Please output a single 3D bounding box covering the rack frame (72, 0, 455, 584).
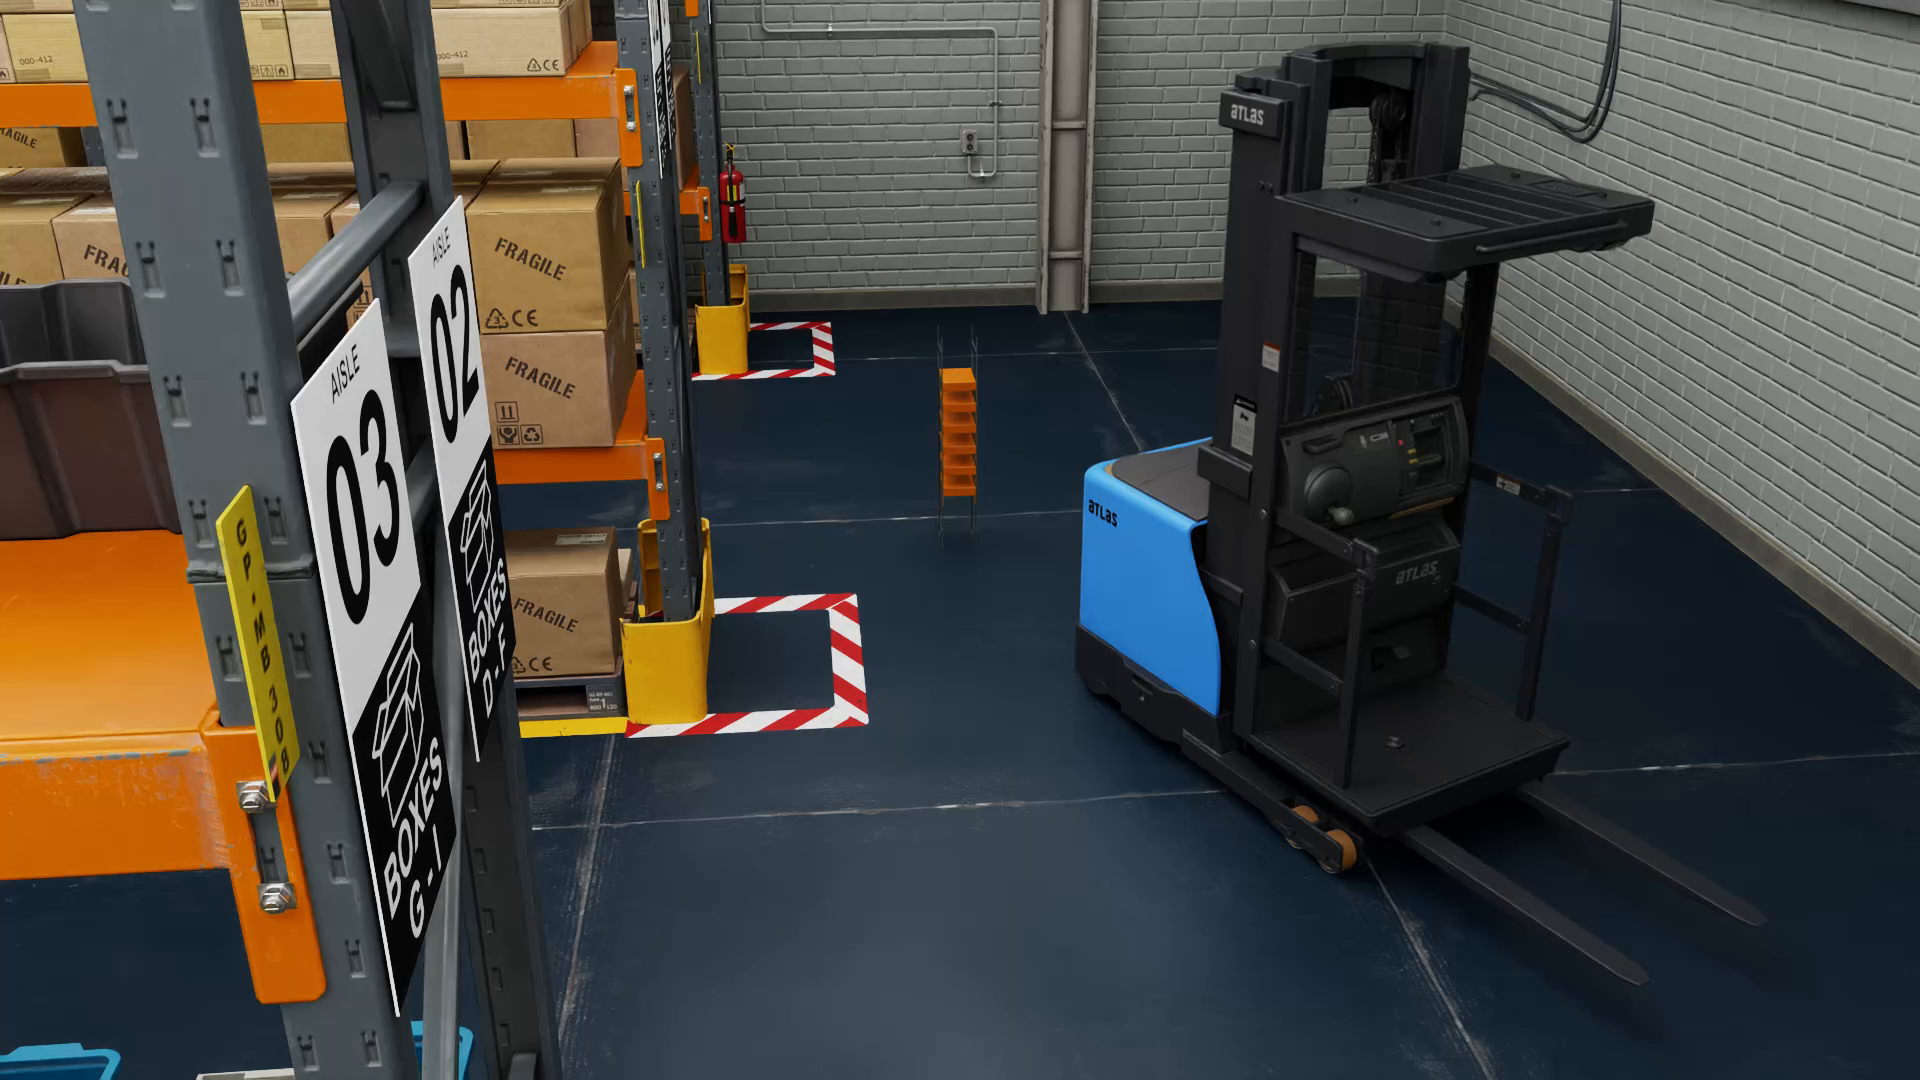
[{"bbox_3d":[-0.803,-1.529,1.611,0.127,3.000,1.000,-2,24,-5],"label":"rack frame"}]

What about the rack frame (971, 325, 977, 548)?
[{"bbox_3d":[0.077,-0.551,9.013,0.006,1.200,0.240,-2,24,-5],"label":"rack frame"}]

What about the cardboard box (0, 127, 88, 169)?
[{"bbox_3d":[-6.192,-2.703,11.124,0.500,0.500,0.500,-3,24,-6],"label":"cardboard box"}]

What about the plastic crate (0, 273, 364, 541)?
[{"bbox_3d":[-1.214,-0.196,2.465,0.590,0.269,0.497,-2,24,-5],"label":"plastic crate"}]

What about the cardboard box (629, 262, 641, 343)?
[{"bbox_3d":[-2.464,-1.773,12.107,0.500,0.500,0.700,-2,24,-5],"label":"cardboard box"}]

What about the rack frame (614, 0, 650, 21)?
[{"bbox_3d":[-1.286,-3.531,6.116,0.127,3.000,1.000,-2,24,-5],"label":"rack frame"}]

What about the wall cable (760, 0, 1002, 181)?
[{"bbox_3d":[-0.596,-3.690,12.607,1.851,1.984,0.084,-2,24,-5],"label":"wall cable"}]

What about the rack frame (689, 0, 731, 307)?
[{"bbox_3d":[-1.777,-2.792,11.838,0.127,3.000,1.000,-2,24,-5],"label":"rack frame"}]

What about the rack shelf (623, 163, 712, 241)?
[{"bbox_3d":[-3.767,-2.383,11.805,4.000,0.370,1.077,-2,24,-5],"label":"rack shelf"}]

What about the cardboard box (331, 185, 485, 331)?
[{"bbox_3d":[-2.205,-1.143,6.774,0.500,0.500,0.500,-2,24,-4],"label":"cardboard box"}]

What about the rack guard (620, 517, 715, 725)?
[{"bbox_3d":[-1.362,0.355,7.835,0.348,0.500,1.175,-2,24,-5],"label":"rack guard"}]

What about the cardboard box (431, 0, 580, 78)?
[{"bbox_3d":[-1.772,-1.965,6.469,0.500,0.250,0.500,-2,24,-5],"label":"cardboard box"}]

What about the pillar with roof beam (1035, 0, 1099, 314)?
[{"bbox_3d":[1.248,-4.251,7.734,0.400,9.000,9.100,-2,24,-5],"label":"pillar with roof beam"}]

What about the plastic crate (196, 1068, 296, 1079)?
[{"bbox_3d":[-1.409,1.162,3.194,0.298,0.136,0.250,-2,24,-5],"label":"plastic crate"}]

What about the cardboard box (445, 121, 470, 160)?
[{"bbox_3d":[-3.766,-2.844,11.587,0.700,0.700,0.980,-3,24,-8],"label":"cardboard box"}]

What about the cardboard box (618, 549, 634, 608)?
[{"bbox_3d":[-1.737,0.190,8.099,0.250,0.149,0.380,-2,24,-5],"label":"cardboard box"}]

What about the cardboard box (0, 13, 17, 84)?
[{"bbox_3d":[-3.763,-1.889,6.299,0.500,0.250,0.500,-2,24,-5],"label":"cardboard box"}]

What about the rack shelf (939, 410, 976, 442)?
[{"bbox_3d":[-0.014,-0.617,8.974,0.180,0.103,0.258,-2,24,-5],"label":"rack shelf"}]

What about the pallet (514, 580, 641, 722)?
[{"bbox_3d":[-2.155,0.520,7.821,1.213,0.211,1.003,-2,24,-5],"label":"pallet"}]

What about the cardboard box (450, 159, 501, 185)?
[{"bbox_3d":[-2.273,-1.357,7.257,0.500,0.500,0.500,-2,24,-5],"label":"cardboard box"}]

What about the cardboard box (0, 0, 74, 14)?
[{"bbox_3d":[-3.265,-2.136,6.238,0.500,0.250,0.500,-2,24,-5],"label":"cardboard box"}]

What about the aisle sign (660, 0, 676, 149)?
[{"bbox_3d":[-1.247,-2.099,7.079,0.004,0.787,0.394,-2,24,-5],"label":"aisle sign"}]

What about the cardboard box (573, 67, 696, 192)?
[{"bbox_3d":[-2.283,-2.905,11.723,0.700,0.700,0.980,-1,24,-3],"label":"cardboard box"}]

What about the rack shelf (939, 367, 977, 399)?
[{"bbox_3d":[-0.014,-0.836,8.877,0.180,0.103,0.258,-2,24,-5],"label":"rack shelf"}]

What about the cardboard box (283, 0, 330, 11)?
[{"bbox_3d":[-2.270,-2.177,6.330,0.500,0.250,0.500,-2,24,-5],"label":"cardboard box"}]

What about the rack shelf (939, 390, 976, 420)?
[{"bbox_3d":[-0.014,-0.726,8.926,0.180,0.103,0.258,-2,24,-5],"label":"rack shelf"}]

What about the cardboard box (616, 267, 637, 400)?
[{"bbox_3d":[-1.754,-0.924,7.514,0.500,0.500,0.500,-2,24,-4],"label":"cardboard box"}]

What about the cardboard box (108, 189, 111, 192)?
[{"bbox_3d":[-3.277,-1.319,7.170,0.500,0.500,0.500,-3,24,-6],"label":"cardboard box"}]

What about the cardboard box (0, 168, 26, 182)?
[{"bbox_3d":[-4.280,-1.279,7.081,0.500,0.500,0.500,-3,24,-6],"label":"cardboard box"}]

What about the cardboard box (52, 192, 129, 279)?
[{"bbox_3d":[-3.231,-1.100,6.678,0.500,0.500,0.500,-2,24,-4],"label":"cardboard box"}]

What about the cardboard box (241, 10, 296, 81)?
[{"bbox_3d":[-2.767,-1.924,6.378,0.500,0.250,0.500,-2,24,-5],"label":"cardboard box"}]

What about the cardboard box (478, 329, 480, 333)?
[{"bbox_3d":[-2.221,-0.686,6.976,0.500,0.500,0.500,-2,24,-5],"label":"cardboard box"}]

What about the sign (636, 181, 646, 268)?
[{"bbox_3d":[-1.252,-1.238,6.528,0.005,0.325,0.100,-2,24,-5],"label":"sign"}]

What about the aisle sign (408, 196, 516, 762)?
[{"bbox_3d":[-0.761,-0.098,2.578,0.004,0.787,0.394,-2,24,-5],"label":"aisle sign"}]

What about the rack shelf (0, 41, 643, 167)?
[{"bbox_3d":[-3.277,-1.752,6.691,4.000,0.370,1.077,-2,24,-5],"label":"rack shelf"}]

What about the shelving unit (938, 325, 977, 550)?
[{"bbox_3d":[-0.014,-0.548,9.005,0.189,1.200,0.258,-2,24,-5],"label":"shelving unit"}]

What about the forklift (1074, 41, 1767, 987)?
[{"bbox_3d":[1.723,-0.277,6.264,1.130,2.935,3.031,-14,27,-28],"label":"forklift"}]

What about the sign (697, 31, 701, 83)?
[{"bbox_3d":[-1.737,-3.209,11.060,0.005,0.325,0.100,-2,24,-5],"label":"sign"}]
